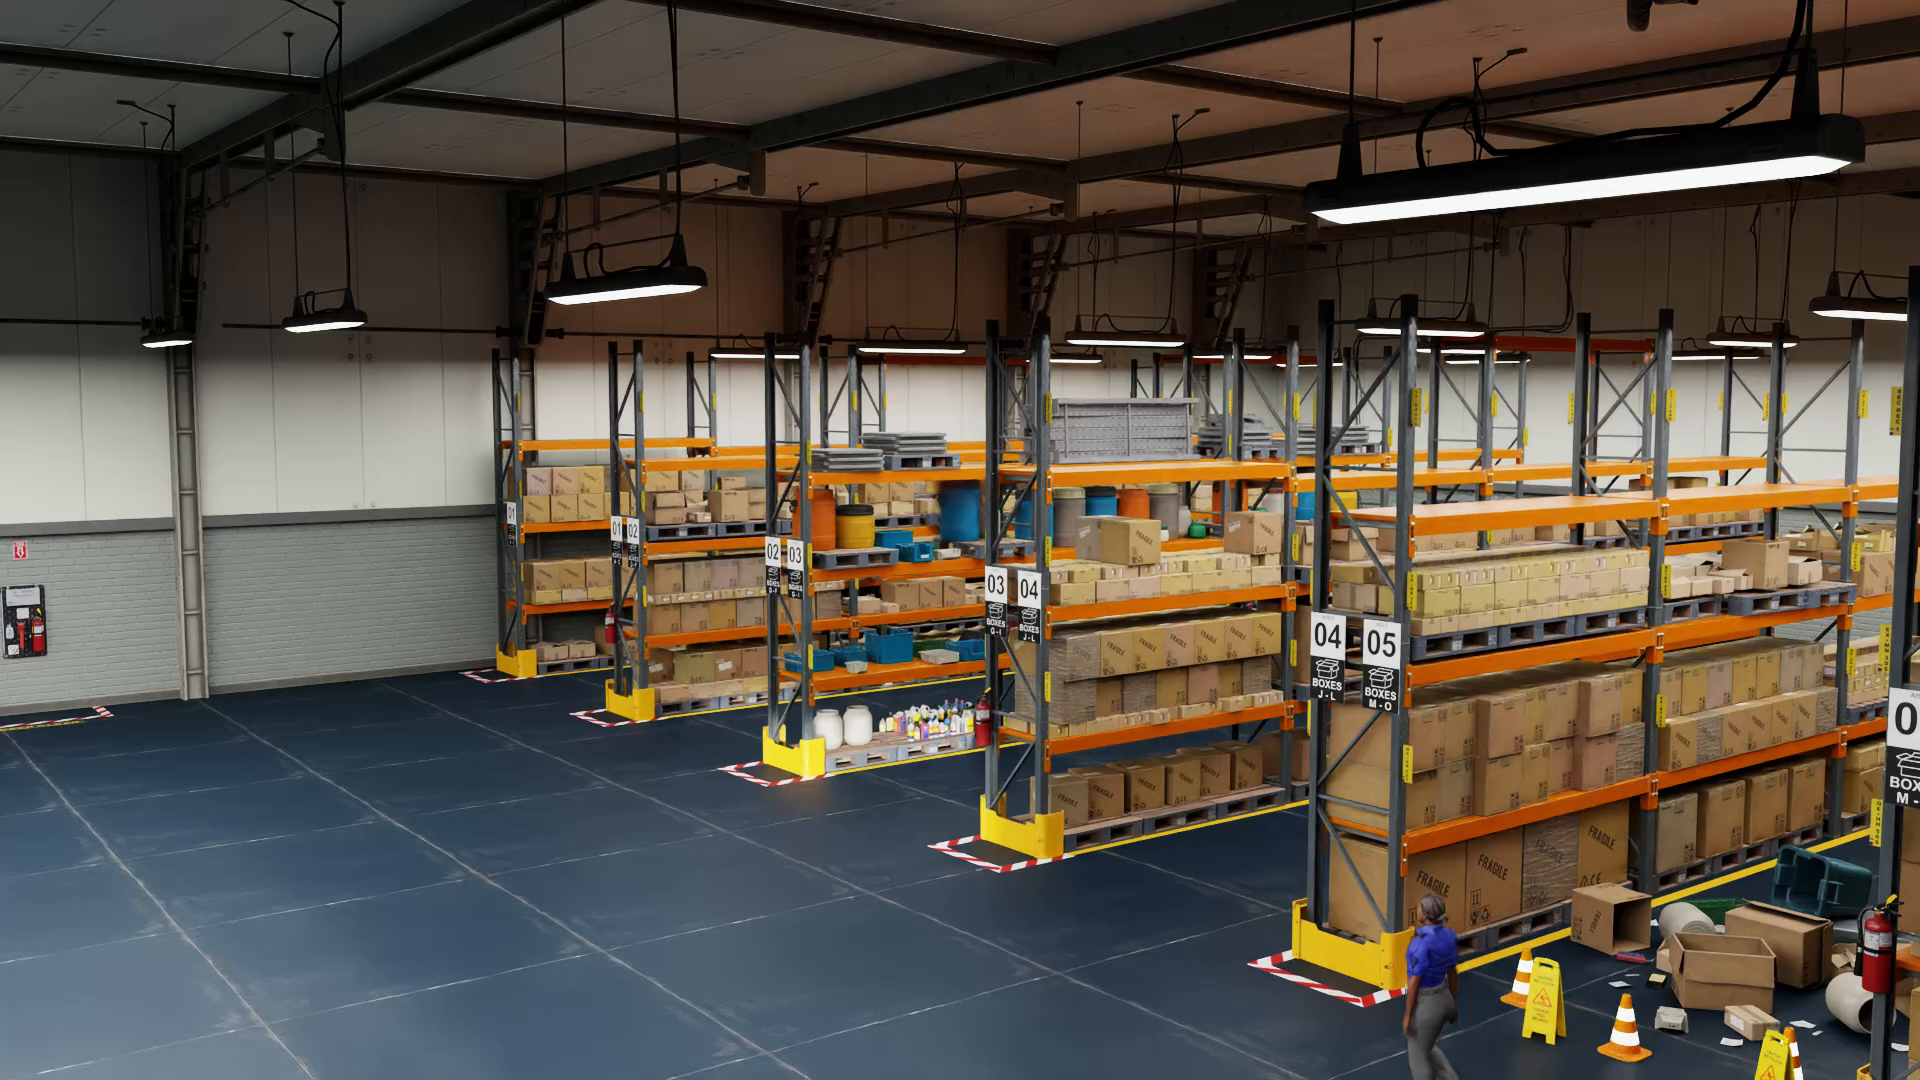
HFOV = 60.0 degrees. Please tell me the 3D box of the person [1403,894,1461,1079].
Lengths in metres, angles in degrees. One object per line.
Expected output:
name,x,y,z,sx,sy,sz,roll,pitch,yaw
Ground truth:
person,3.324,3.303,11.693,0.473,1.634,0.455,4,7,42
